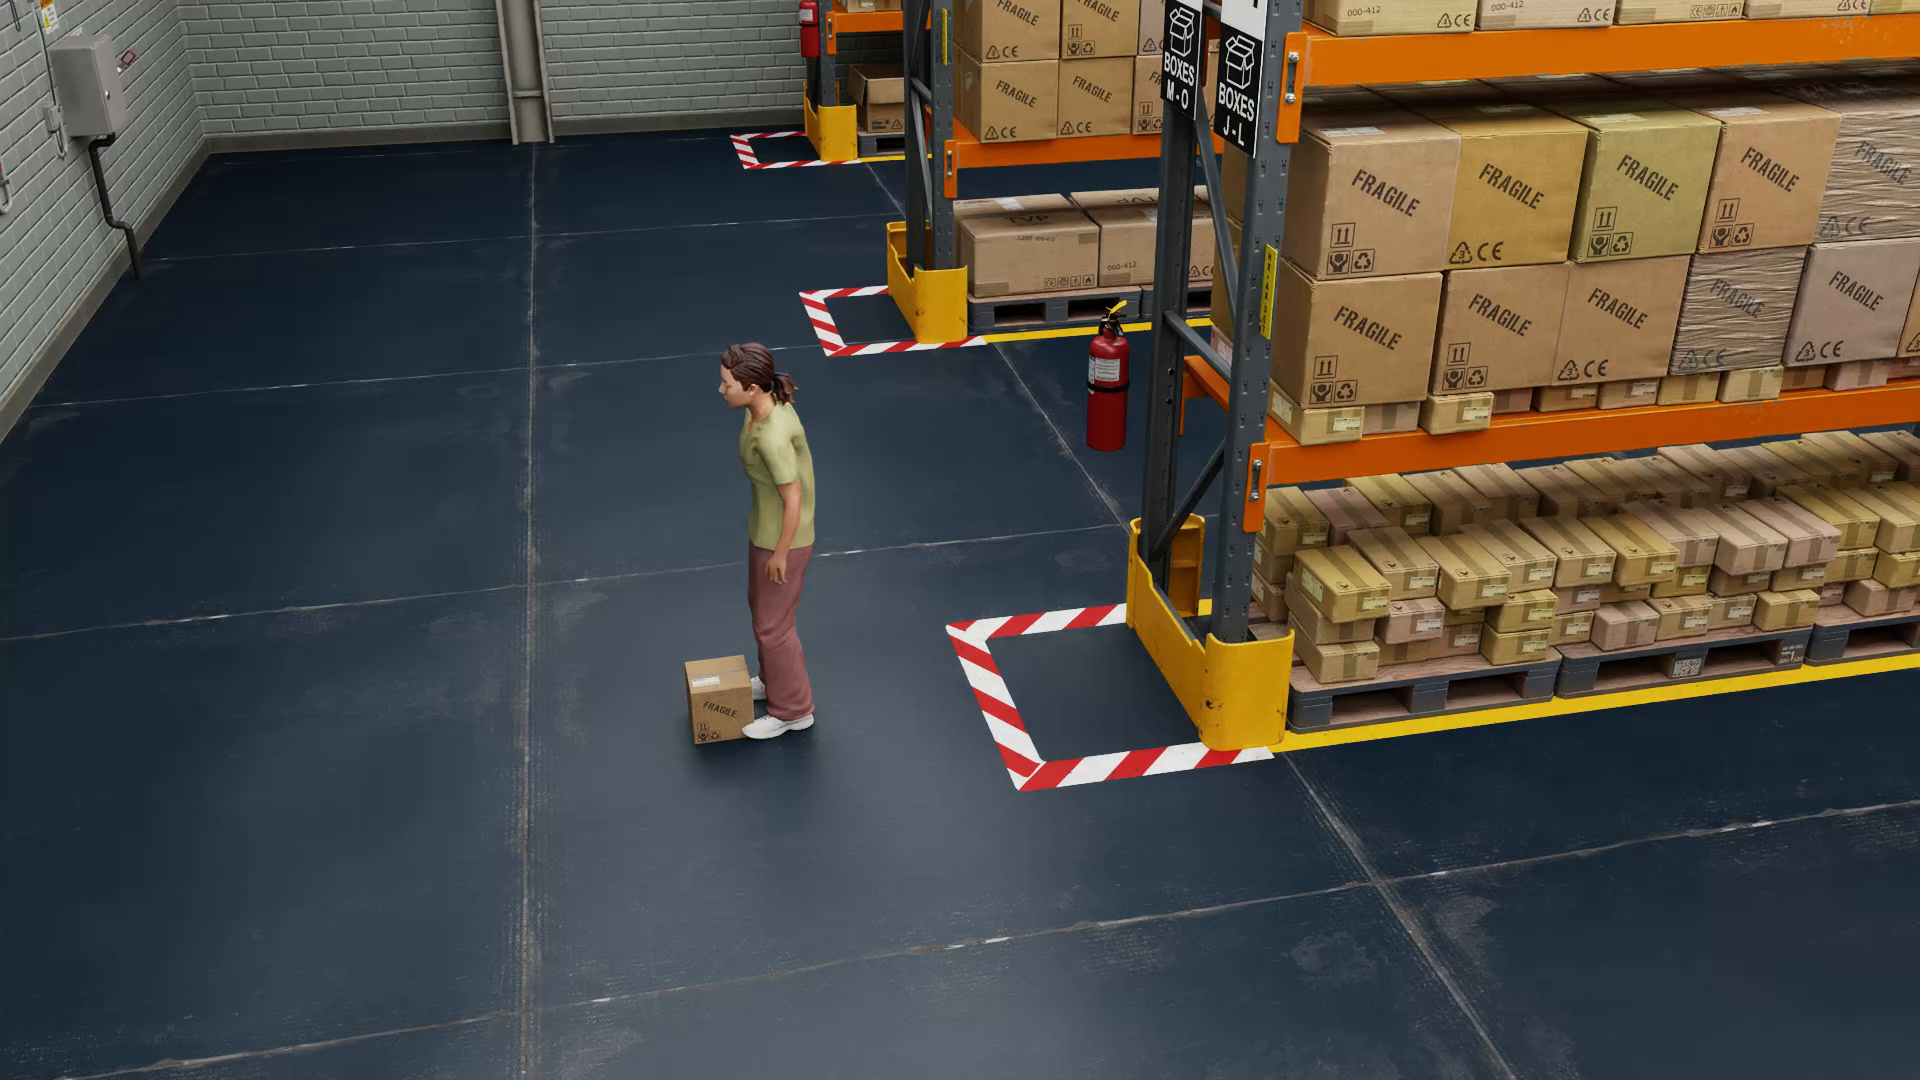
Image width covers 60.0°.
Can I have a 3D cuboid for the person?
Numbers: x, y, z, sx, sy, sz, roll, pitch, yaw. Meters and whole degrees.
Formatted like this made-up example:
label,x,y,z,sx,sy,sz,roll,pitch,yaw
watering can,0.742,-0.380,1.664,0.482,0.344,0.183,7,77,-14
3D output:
label,x,y,z,sx,sy,sz,roll,pitch,yaw
person,-0.754,-0.006,6.630,0.359,1.672,0.496,-6,28,-12
